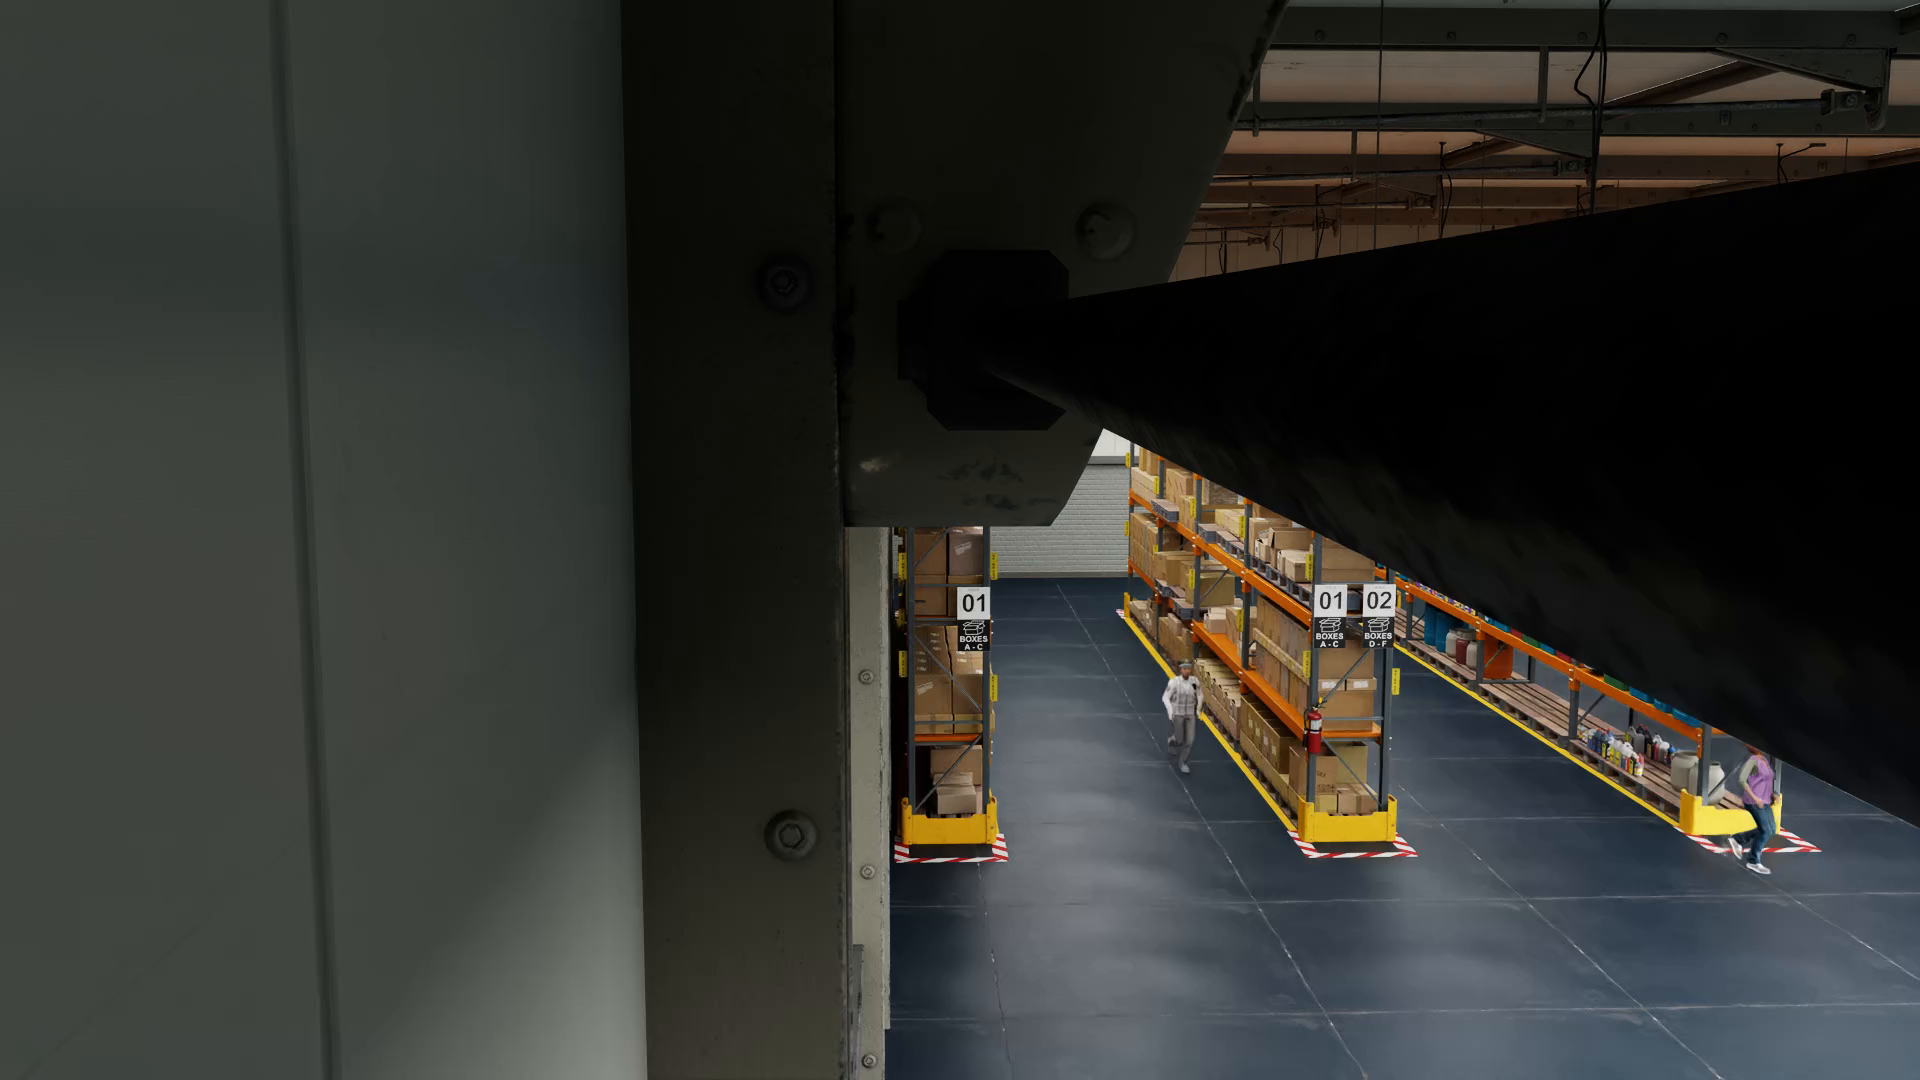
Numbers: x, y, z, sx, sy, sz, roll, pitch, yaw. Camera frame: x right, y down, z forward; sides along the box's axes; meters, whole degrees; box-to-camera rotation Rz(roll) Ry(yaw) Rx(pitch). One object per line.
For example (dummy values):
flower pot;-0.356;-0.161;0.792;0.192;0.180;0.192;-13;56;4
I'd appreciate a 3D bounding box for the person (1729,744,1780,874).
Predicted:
person;9.332;3.089;19.512;0.586;1.563;0.504;-7;10;-43

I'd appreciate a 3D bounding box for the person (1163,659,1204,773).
person;3.184;2.477;23.858;0.580;1.648;0.593;-1;7;-8
